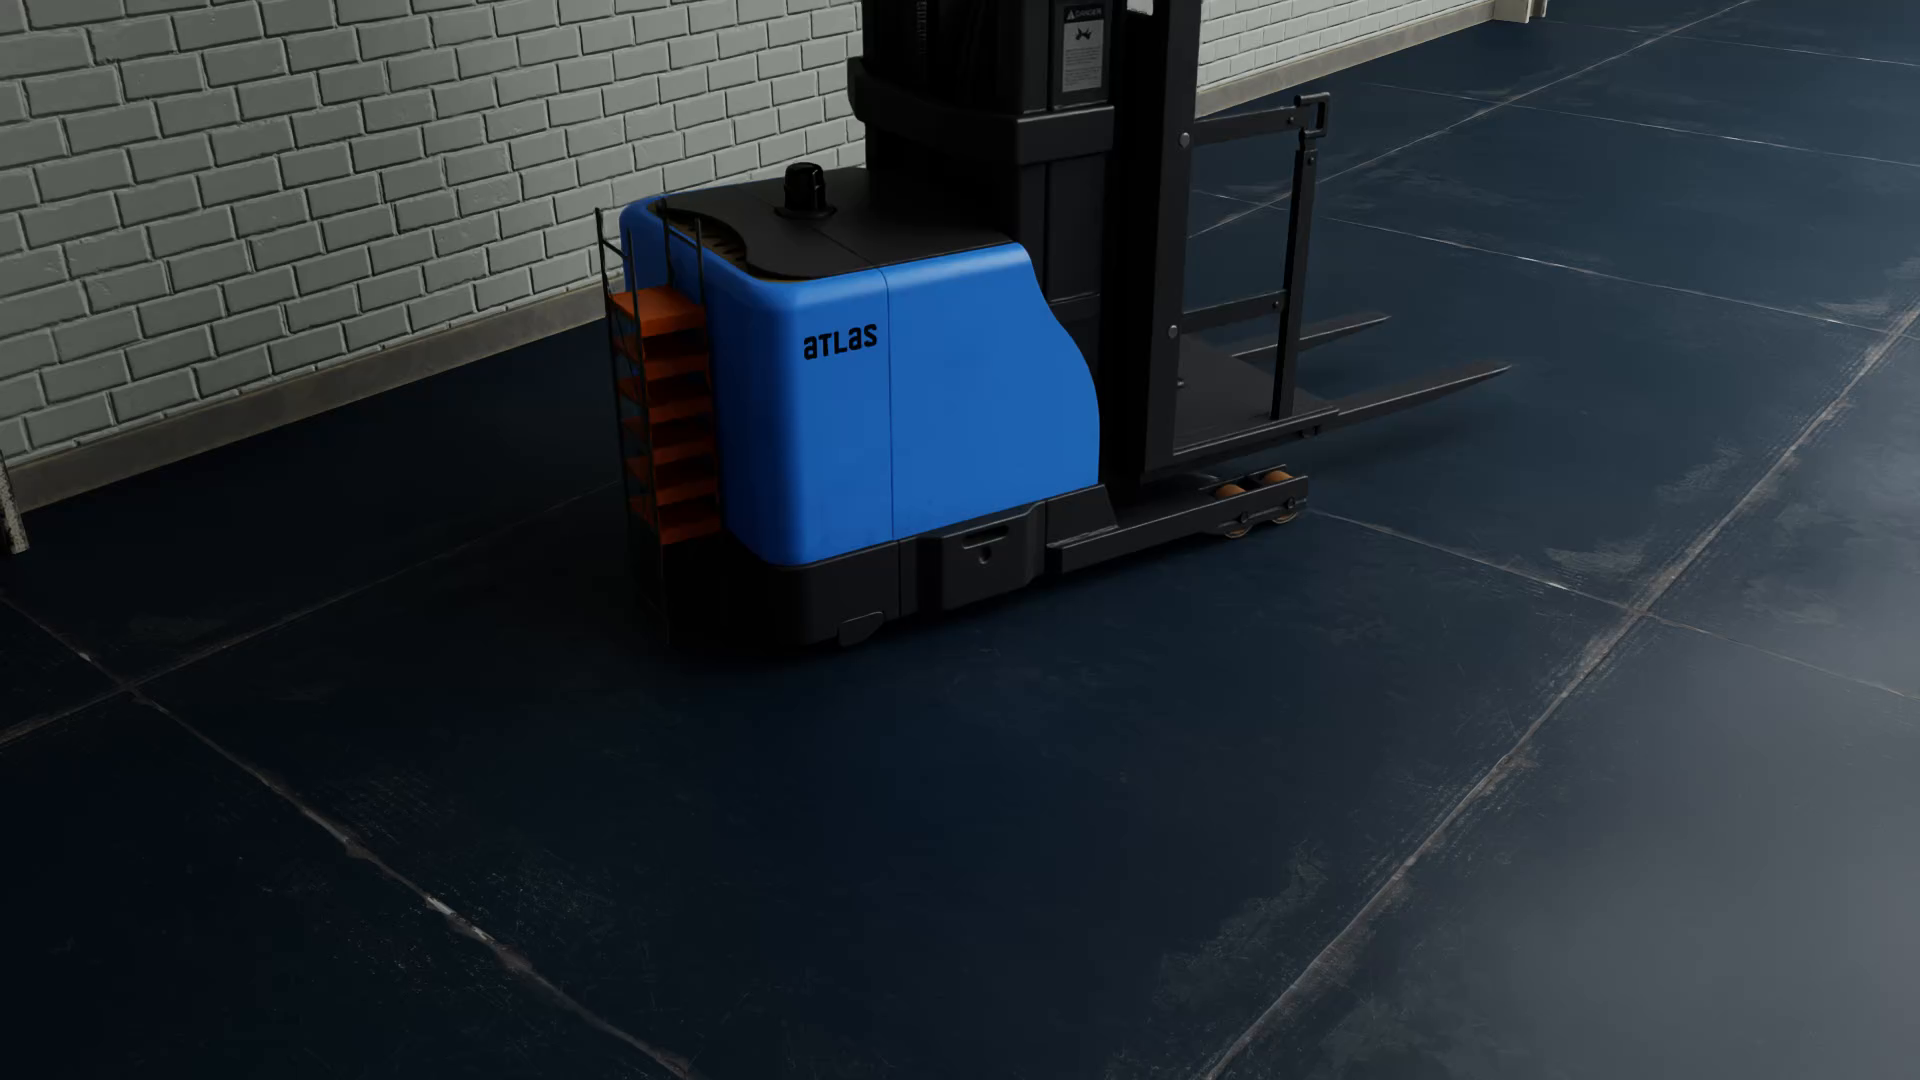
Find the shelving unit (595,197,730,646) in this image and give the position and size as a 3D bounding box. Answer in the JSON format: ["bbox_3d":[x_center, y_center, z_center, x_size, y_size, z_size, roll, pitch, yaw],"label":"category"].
[{"bbox_3d":[-0.802,-0.304,4.532,0.189,1.200,0.258,-16,31,-28],"label":"shelving unit"}]

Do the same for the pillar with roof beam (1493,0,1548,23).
[{"bbox_3d":[7.803,-6.942,8.876,9.100,9.000,0.400,21,34,34],"label":"pillar with roof beam"}]

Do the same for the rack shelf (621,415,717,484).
[{"bbox_3d":[-0.802,-0.265,4.553,0.180,0.103,0.258,-16,31,-28],"label":"rack shelf"}]

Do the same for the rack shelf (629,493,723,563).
[{"bbox_3d":[-0.802,-0.052,4.663,0.180,0.103,0.258,-16,31,-28],"label":"rack shelf"}]

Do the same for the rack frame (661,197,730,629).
[{"bbox_3d":[-0.724,-0.326,4.575,0.006,1.200,0.240,-16,31,-28],"label":"rack frame"}]

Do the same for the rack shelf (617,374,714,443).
[{"bbox_3d":[-0.802,-0.371,4.497,0.180,0.103,0.258,-16,31,-28],"label":"rack shelf"}]

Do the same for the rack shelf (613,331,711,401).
[{"bbox_3d":[-0.802,-0.478,4.442,0.180,0.103,0.258,-16,31,-28],"label":"rack shelf"}]

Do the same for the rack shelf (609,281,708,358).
[{"bbox_3d":[-0.802,-0.584,4.387,0.180,0.103,0.258,-16,31,-28],"label":"rack shelf"}]

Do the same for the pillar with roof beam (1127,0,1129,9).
[{"bbox_3d":[3.986,-4.815,4.764,9.100,9.000,0.400,21,34,34],"label":"pillar with roof beam"}]

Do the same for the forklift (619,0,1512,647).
[{"bbox_3d":[0.524,-1.499,4.957,3.031,2.935,1.130,-16,31,-28],"label":"forklift"}]

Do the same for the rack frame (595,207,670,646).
[{"bbox_3d":[-0.880,-0.282,4.490,0.006,1.200,0.240,-16,31,-28],"label":"rack frame"}]

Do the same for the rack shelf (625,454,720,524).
[{"bbox_3d":[-0.802,-0.158,4.608,0.180,0.103,0.258,-16,31,-28],"label":"rack shelf"}]
